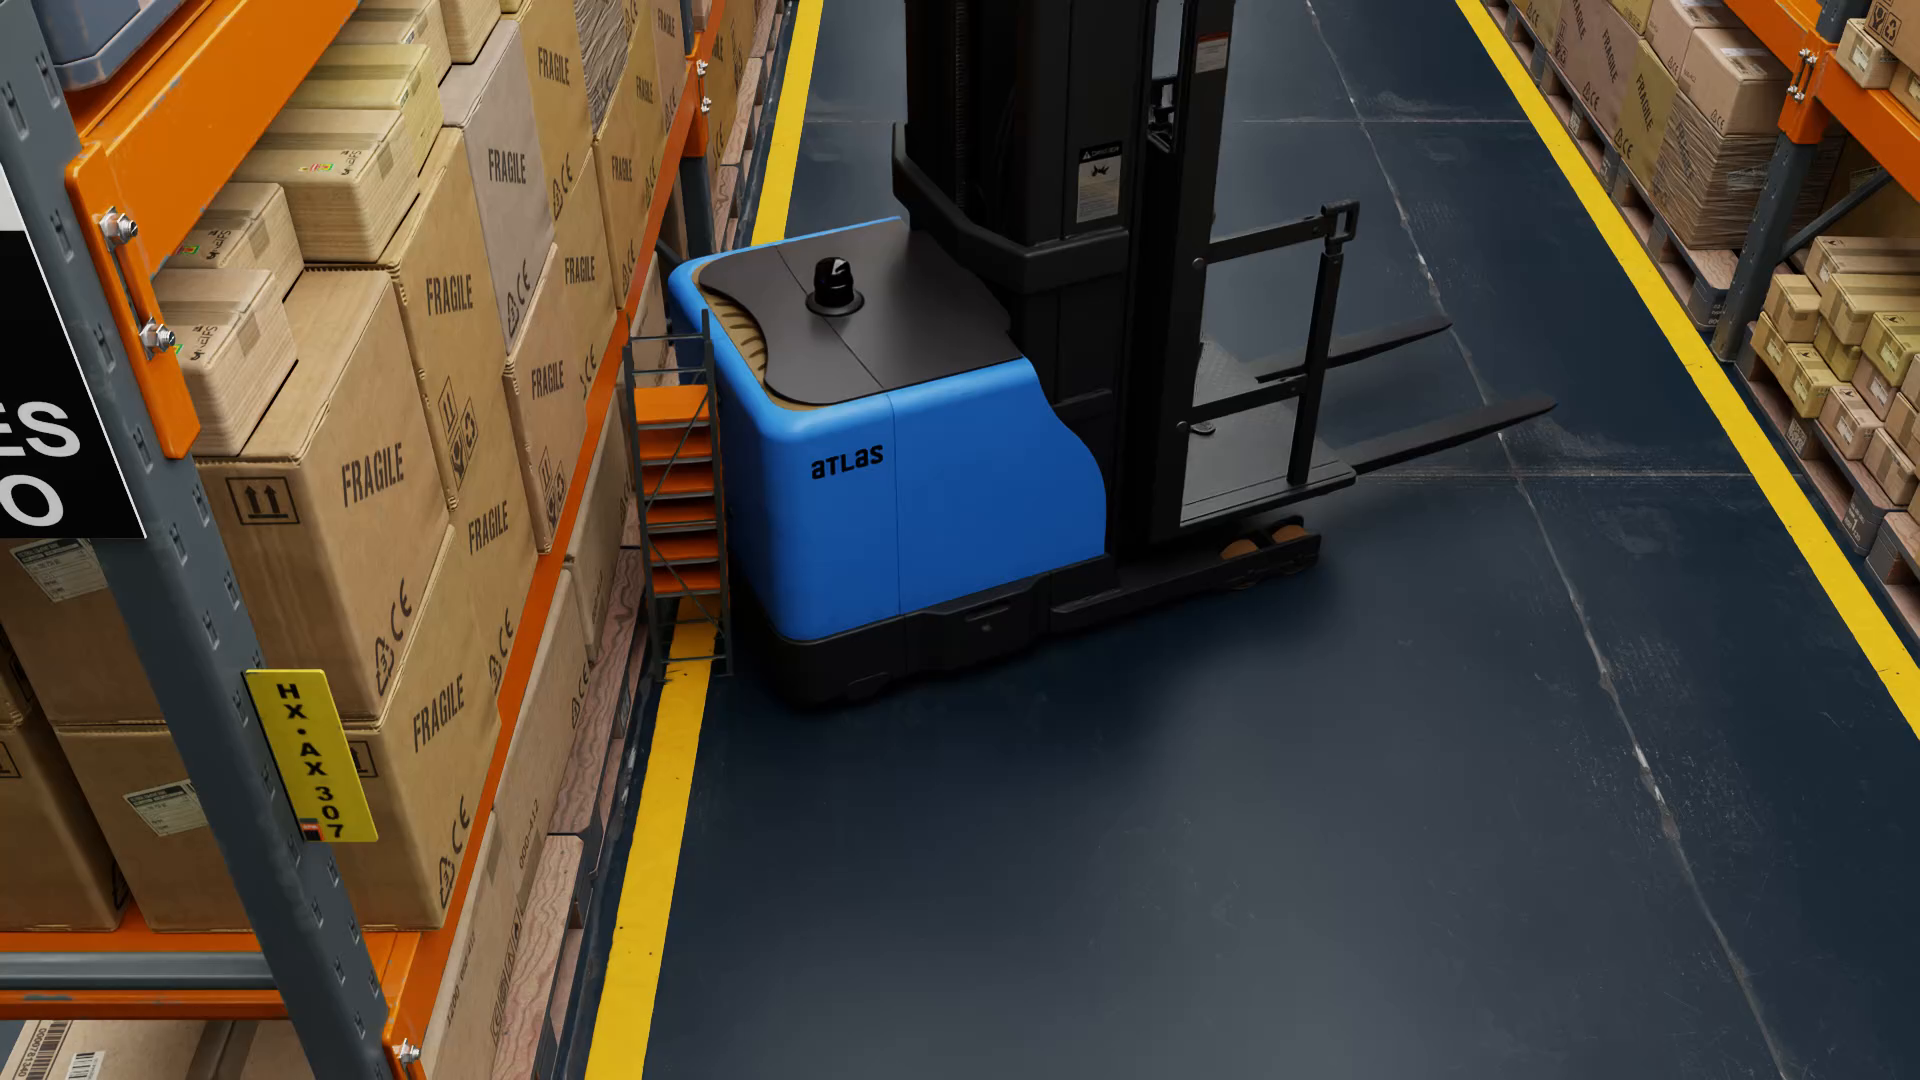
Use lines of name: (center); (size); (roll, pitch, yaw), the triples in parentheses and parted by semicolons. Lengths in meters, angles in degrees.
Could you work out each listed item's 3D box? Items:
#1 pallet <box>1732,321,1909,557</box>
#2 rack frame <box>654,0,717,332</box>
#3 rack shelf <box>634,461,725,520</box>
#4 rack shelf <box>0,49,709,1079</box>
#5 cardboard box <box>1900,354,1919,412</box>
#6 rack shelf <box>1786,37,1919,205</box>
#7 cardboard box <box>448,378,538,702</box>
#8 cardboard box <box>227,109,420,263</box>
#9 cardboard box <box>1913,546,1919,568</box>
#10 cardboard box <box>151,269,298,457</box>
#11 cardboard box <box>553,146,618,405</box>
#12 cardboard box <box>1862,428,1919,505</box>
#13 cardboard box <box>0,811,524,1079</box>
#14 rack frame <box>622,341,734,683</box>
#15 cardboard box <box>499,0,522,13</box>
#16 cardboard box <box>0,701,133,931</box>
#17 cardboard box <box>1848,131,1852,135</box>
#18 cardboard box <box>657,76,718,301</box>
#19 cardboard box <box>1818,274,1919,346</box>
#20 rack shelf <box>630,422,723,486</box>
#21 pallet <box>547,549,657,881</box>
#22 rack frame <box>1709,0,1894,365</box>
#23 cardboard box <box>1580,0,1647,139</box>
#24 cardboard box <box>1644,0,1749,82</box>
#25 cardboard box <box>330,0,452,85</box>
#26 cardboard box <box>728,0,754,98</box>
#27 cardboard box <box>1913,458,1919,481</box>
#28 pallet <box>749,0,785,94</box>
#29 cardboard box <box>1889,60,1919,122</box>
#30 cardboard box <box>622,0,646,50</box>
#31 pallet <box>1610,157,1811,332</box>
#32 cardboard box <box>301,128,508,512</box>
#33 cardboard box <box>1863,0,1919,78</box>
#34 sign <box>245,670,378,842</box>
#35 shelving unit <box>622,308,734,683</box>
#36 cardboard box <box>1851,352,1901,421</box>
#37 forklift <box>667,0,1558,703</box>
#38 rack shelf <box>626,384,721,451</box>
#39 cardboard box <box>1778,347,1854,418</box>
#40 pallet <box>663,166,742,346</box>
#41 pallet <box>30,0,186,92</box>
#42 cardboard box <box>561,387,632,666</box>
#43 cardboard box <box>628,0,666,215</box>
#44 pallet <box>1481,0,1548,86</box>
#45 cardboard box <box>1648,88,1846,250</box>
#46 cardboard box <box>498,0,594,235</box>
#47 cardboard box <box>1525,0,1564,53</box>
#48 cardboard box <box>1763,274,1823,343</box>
pallet: (3.562, -0.400, 6.081); (1.003, 0.211, 1.213); (0, 39, 0)
rack frame: (-1.424, -1.842, 5.649); (1.000, 3.000, 0.127); (0, 39, 0)
rack shelf: (-0.822, -0.162, 4.862); (0.258, 0.103, 0.180); (-4, 37, -9)
rack shelf: (-1.422, -0.310, 4.314); (1.077, 0.370, 4.000); (0, 39, 0)
cardboard box: (3.332, -0.483, 5.422); (0.380, 0.149, 0.250); (-1, 39, -1)
rack shelf: (3.528, -0.377, 4.397); (1.077, 0.370, 4.000); (0, 39, 0)
cardboard box: (-1.162, 0.004, 3.266); (0.500, 0.500, 0.500); (-1, 39, -1)
cardboard box: (-1.100, -0.571, 2.666); (0.380, 0.149, 0.250); (1, 39, 1)
cardboard box: (3.247, 0.079, 5.196); (0.380, 0.149, 0.250); (-1, 39, -1)
cardboard box: (-1.143, -0.245, 2.259); (0.380, 0.149, 0.250); (1, 39, 1)
cardboard box: (-1.162, -0.627, 4.054); (0.500, 0.500, 0.500); (1, 39, 1)
cardboard box: (3.307, -0.251, 5.609); (0.380, 0.149, 0.250); (-1, 39, -1)
cardboard box: (-1.521, 1.083, 3.713); (0.875, 0.438, 0.875); (-1, 39, -2)
rack frame: (-0.809, -0.047, 4.835); (0.240, 1.200, 0.006); (-4, 37, -9)
cardboard box: (-1.103, -1.215, 3.469); (0.380, 0.149, 0.250); (-1, 39, -1)
cardboard box: (-1.685, 0.319, 2.873); (0.500, 0.500, 0.500); (0, 39, 0)
cardboard box: (3.789, -1.852, 6.726); (0.500, 0.250, 0.500); (-2, 39, -2)
cardboard box: (-1.505, -1.564, 6.666); (0.875, 0.875, 0.875); (1, 39, 1)
cardboard box: (3.260, -0.804, 5.823); (0.380, 0.149, 0.250); (2, 39, 2)
rack shelf: (-0.818, -0.258, 4.790); (0.258, 0.103, 0.180); (-4, 37, -9)
pallet: (-1.498, 0.487, 4.974); (1.003, 0.211, 1.213); (0, 39, 0)
rack frame: (3.525, -1.908, 5.733); (1.000, 3.000, 0.127); (0, 39, 0)
cardboard box: (3.276, -2.201, 7.761); (0.500, 0.500, 0.500); (-1, 39, -1)
cardboard box: (3.285, -2.177, 7.131); (0.500, 0.250, 0.500); (2, 39, 2)
cardboard box: (-1.172, -0.900, 3.076); (0.380, 0.149, 0.250); (0, 39, 0)
cardboard box: (-1.514, -2.688, 8.069); (0.875, 0.875, 0.875); (0, 39, 1)
cardboard box: (3.306, -0.198, 5.304); (0.380, 0.149, 0.250); (2, 39, 2)
pallet: (-1.503, -2.762, 9.028); (1.003, 0.211, 1.213); (0, 39, 0)
cardboard box: (3.273, -1.472, 5.388); (0.380, 0.149, 0.250); (1, 39, 1)
cardboard box: (-1.155, -1.659, 4.542); (0.500, 0.500, 0.500); (-1, 39, -1)
pallet: (3.523, -1.307, 7.212); (1.003, 0.211, 1.213); (0, 39, 0)
cardboard box: (-1.143, -0.393, 2.962); (0.500, 0.500, 0.500); (-1, 39, -1)
cardboard box: (3.274, -1.754, 5.222); (0.500, 0.500, 0.500); (-1, 39, -1)
sign: (-0.865, 0.294, 2.228); (0.100, 0.325, 0.005); (0, 39, 0)
shelving unit: (-0.824, -0.101, 4.907); (0.258, 1.200, 0.189); (-4, 37, -9)
cardboard box: (3.332, -0.538, 5.729); (0.380, 0.149, 0.250); (0, 39, 0)
forklift: (0.650, -1.264, 4.983); (3.031, 2.935, 1.130); (-16, 41, -19)
rack shelf: (-0.814, -0.354, 4.719); (0.258, 0.103, 0.180); (-4, 37, -9)
cardboard box: (3.205, -0.566, 6.001); (0.380, 0.149, 0.250); (1, 39, 1)
pallet: (-1.501, -1.236, 7.124); (1.003, 0.211, 1.213); (0, 39, 0)
pallet: (-1.431, -0.940, 2.197); (1.003, 0.211, 1.213); (0, 39, 0)
cardboard box: (-1.529, -0.053, 5.131); (0.875, 0.438, 0.875); (-1, 39, -1)
cardboard box: (-1.162, -1.269, 4.855); (0.500, 0.500, 0.500); (-1, 39, -1)
pallet: (3.520, -2.833, 9.116); (1.003, 0.211, 1.213); (0, 39, 0)
cardboard box: (3.273, -1.560, 6.960); (0.500, 0.500, 0.500); (-1, 39, -1)
cardboard box: (-1.153, -1.027, 3.753); (0.500, 0.500, 0.500); (0, 39, 0)
cardboard box: (3.271, -2.841, 8.560); (0.500, 0.500, 0.500); (0, 39, 0)
cardboard box: (3.206, -0.849, 6.117); (0.380, 0.149, 0.250); (2, 39, 2)
